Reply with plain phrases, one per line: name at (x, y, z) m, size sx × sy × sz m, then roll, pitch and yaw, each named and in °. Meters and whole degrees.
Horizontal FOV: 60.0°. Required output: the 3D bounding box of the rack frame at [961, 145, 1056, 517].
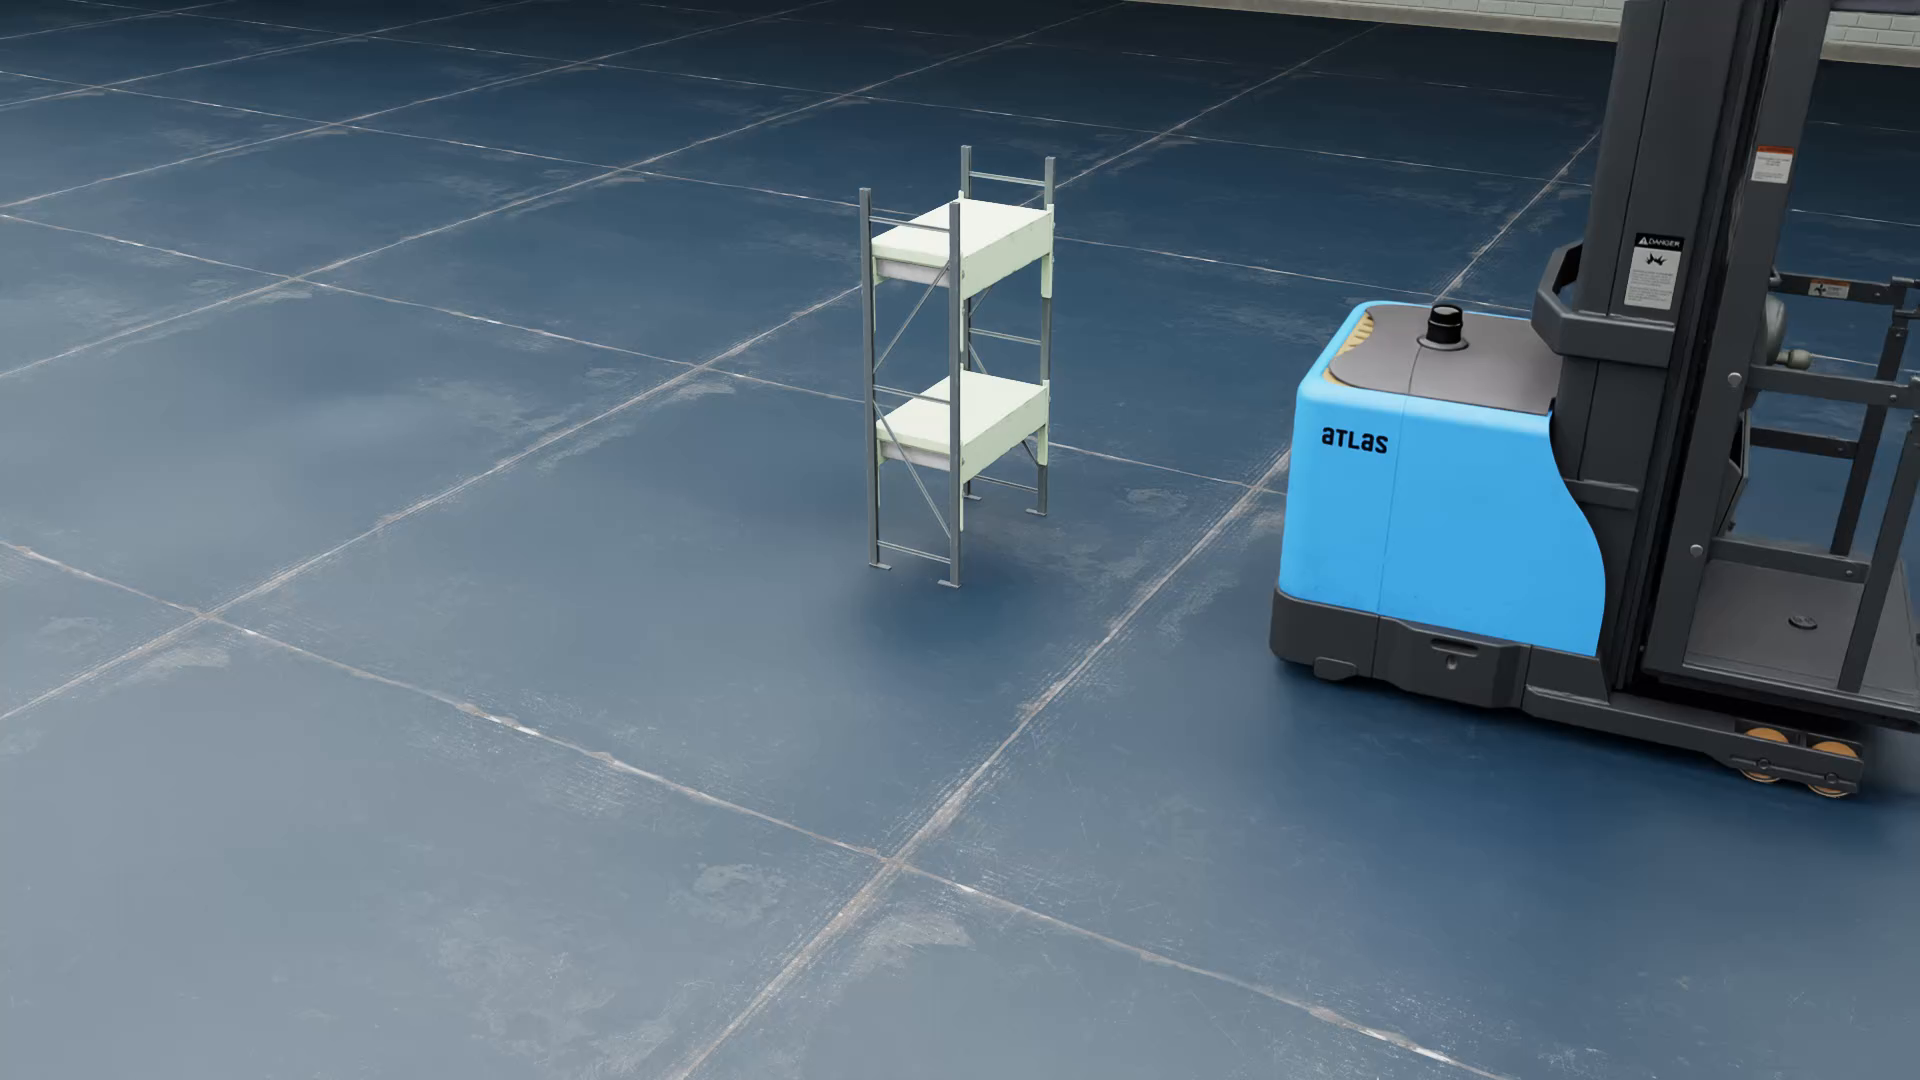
rack frame at (0.183, -0.816, 6.704) m, size 0.400 × 1.500 × 0.023 m, roll 14°, pitch 30°, yaw 26°

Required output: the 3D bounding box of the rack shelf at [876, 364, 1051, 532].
rack shelf at (0.003, -0.382, 6.565) m, size 0.431 × 0.370 × 0.720 m, roll 14°, pitch 30°, yaw 26°

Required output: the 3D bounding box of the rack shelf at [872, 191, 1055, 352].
rack shelf at (0.003, -1.022, 6.245) m, size 0.431 × 0.370 × 0.720 m, roll 14°, pitch 30°, yaw 26°

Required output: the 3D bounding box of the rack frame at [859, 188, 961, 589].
rack frame at (-0.177, -0.531, 6.135) m, size 0.400 × 1.500 × 0.023 m, roll 14°, pitch 30°, yaw 26°

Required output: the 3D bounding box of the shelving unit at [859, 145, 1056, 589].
shelving unit at (0.003, -0.673, 6.419) m, size 0.431 × 1.500 × 0.755 m, roll 14°, pitch 30°, yaw 26°

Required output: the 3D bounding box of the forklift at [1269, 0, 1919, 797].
forklift at (2.649, -0.785, 5.044) m, size 3.031 × 2.935 × 1.130 m, roll 11°, pitch 29°, yaw 21°
